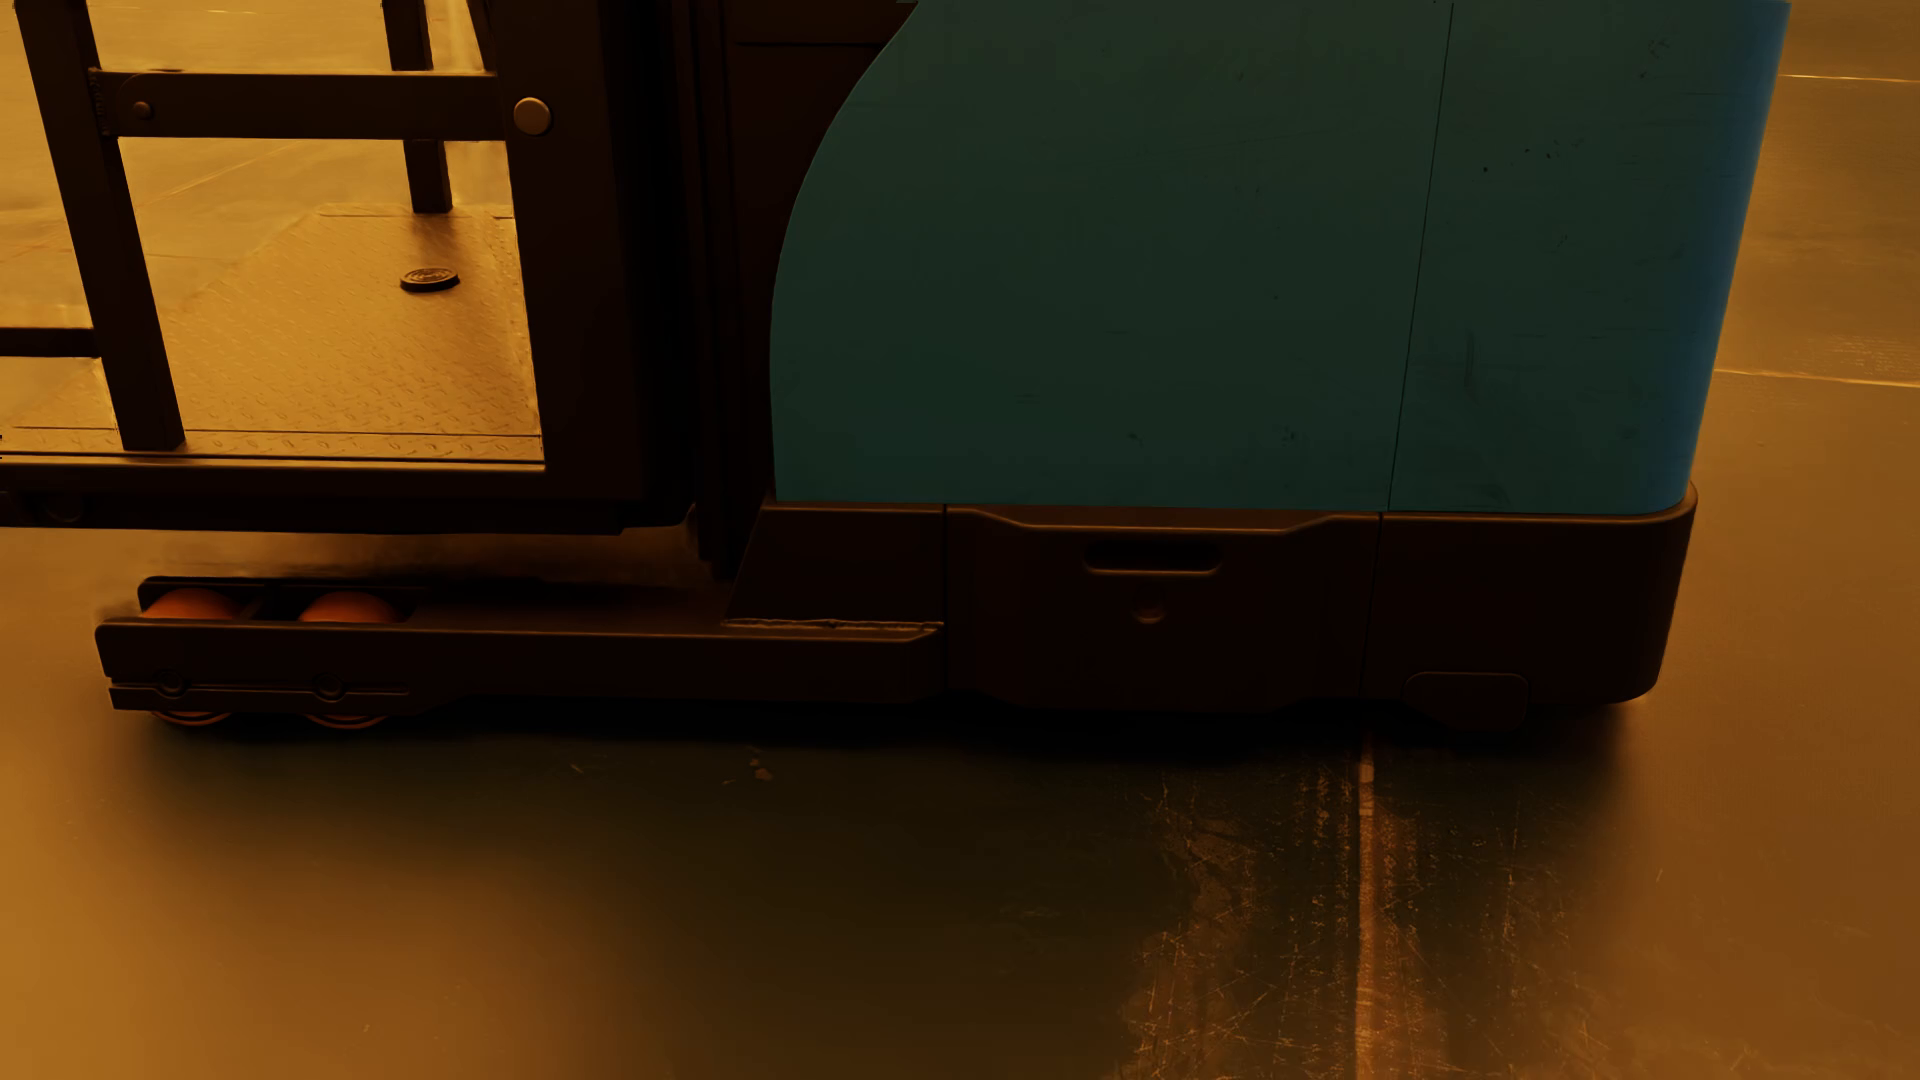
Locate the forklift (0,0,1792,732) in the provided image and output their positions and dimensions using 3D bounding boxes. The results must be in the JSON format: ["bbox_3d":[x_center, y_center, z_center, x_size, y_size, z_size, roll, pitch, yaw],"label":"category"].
[{"bbox_3d":[-0.642,-1.313,1.849,3.031,2.935,1.130,1,27,2],"label":"forklift"}]
